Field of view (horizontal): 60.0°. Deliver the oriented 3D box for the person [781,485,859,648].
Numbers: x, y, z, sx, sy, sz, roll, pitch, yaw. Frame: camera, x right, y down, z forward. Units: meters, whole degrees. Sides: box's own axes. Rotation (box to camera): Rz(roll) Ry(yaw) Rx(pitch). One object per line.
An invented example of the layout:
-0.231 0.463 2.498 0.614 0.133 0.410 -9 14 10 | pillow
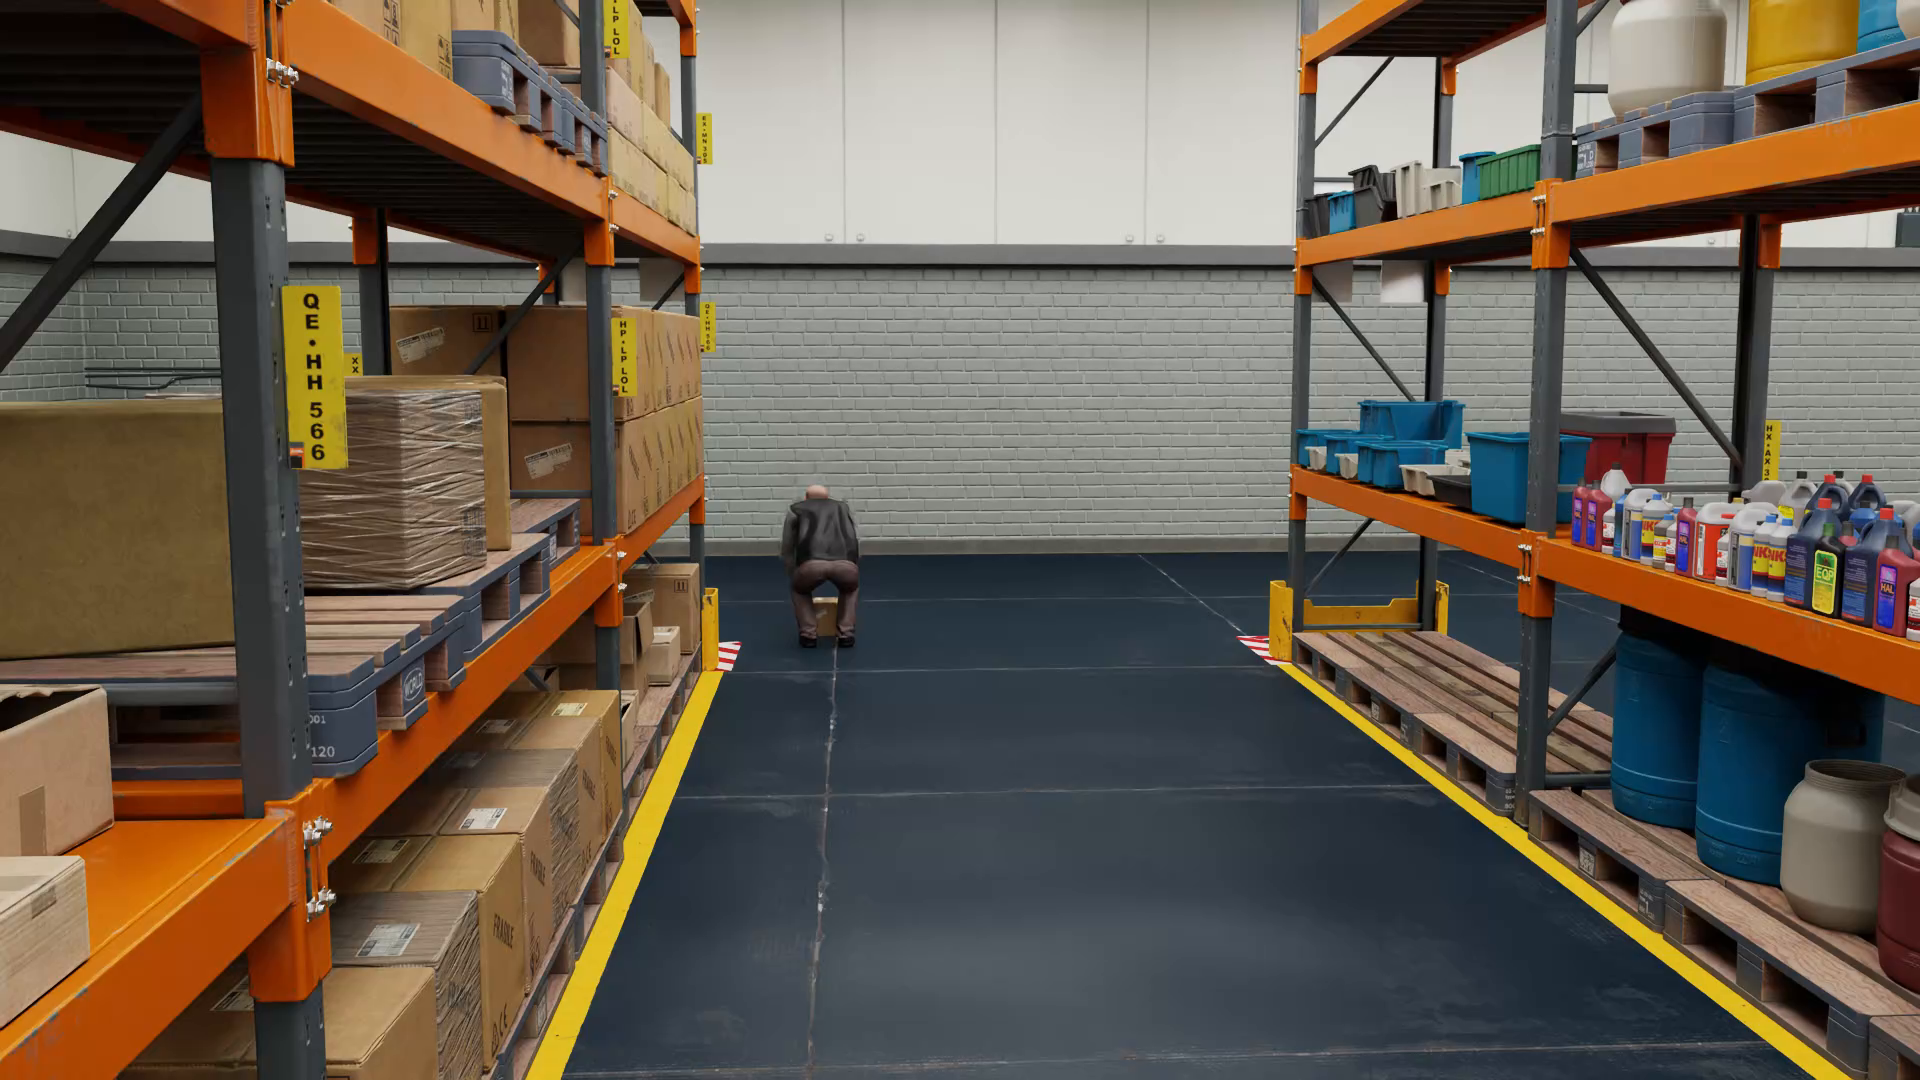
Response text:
-0.995 0.187 11.874 0.564 1.111 0.831 -1 7 -6 | person
